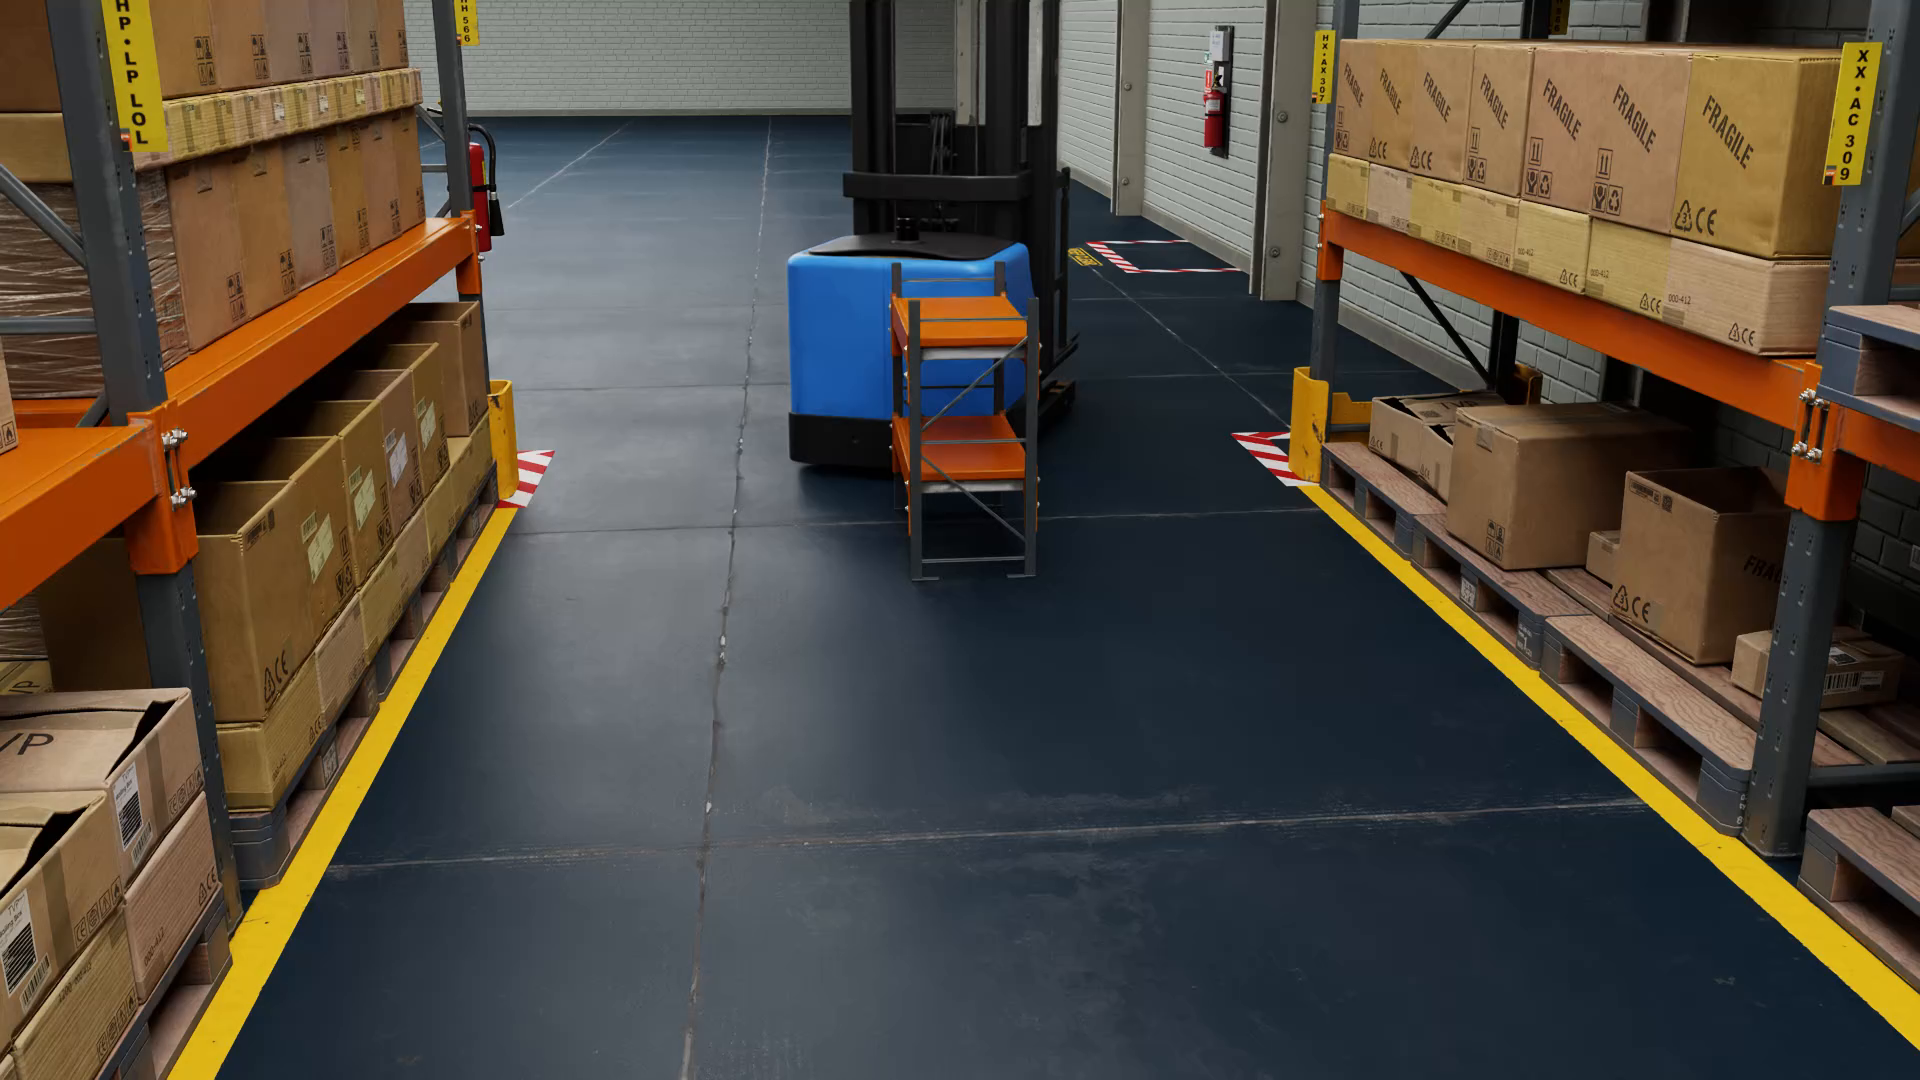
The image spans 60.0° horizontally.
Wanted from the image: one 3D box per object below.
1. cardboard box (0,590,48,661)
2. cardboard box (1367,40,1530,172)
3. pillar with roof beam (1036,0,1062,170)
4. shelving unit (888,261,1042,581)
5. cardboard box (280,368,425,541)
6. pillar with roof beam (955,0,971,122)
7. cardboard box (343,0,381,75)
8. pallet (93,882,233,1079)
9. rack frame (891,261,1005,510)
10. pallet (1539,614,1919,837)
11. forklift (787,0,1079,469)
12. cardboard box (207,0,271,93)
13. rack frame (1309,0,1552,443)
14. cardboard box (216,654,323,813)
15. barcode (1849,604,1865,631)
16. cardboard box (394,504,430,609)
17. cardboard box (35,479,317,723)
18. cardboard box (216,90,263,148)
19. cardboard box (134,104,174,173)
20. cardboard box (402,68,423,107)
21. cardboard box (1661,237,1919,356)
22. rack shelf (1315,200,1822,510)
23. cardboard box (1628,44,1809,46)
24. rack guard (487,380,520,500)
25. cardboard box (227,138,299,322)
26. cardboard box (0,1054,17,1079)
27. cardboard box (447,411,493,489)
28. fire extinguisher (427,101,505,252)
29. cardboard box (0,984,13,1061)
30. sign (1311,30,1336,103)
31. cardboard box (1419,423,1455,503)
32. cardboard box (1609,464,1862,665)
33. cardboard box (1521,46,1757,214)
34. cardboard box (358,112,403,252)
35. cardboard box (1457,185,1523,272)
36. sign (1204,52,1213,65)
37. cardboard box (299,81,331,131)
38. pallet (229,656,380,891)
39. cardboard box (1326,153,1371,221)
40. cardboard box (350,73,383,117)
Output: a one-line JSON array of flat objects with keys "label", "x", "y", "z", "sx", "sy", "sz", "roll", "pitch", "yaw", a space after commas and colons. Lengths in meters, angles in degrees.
[{"label": "cardboard box", "x": -2.590, "y": 0.020, "z": 4.743, "sx": 0.500, "sy": 0.500, "sz": 0.500, "roll": -2, "pitch": 18, "yaw": -6}, {"label": "cardboard box", "x": 2.020, "y": -1.796, "z": 6.854, "sx": 0.500, "sy": 0.500, "sz": 0.500, "roll": -2, "pitch": 18, "yaw": -5}, {"label": "pillar with roof beam", "x": -2.977, "y": -9.709, "z": 23.080, "sx": 9.100, "sy": 9.000, "sz": 0.400, "roll": -2, "pitch": 18, "yaw": -6}, {"label": "shelving unit", "x": 0.001, "y": -0.535, "z": 7.002, "sx": 0.538, "sy": 1.125, "sz": 1.048, "roll": -2, "pitch": 18, "yaw": -6}, {"label": "cardboard box", "x": -2.178, "y": -0.294, "z": 5.743, "sx": 0.500, "sy": 0.500, "sz": 0.500, "roll": -2, "pitch": 18, "yaw": -6}, {"label": "pillar with roof beam", "x": -4.215, "y": -13.284, "z": 34.468, "sx": 9.100, "sy": 9.000, "sz": 0.400, "roll": -2, "pitch": 18, "yaw": -6}, {"label": "cardboard box", "x": -2.597, "y": -2.000, "z": 6.206, "sx": 0.700, "sy": 0.500, "sz": 0.500, "roll": -2, "pitch": 18, "yaw": -7}, {"label": "pallet", "x": -2.170, "y": 1.096, "z": 3.335, "sx": 1.003, "sy": 0.211, "sz": 1.213, "roll": -2, "pitch": 18, "yaw": -6}, {"label": "rack frame", "x": -0.052, "y": -0.686, "z": 7.485, "sx": 0.500, "sy": 1.125, "sz": 0.032, "roll": -2, "pitch": 18, "yaw": -6}, {"label": "pallet", "x": 2.537, "y": 0.524, "z": 5.155, "sx": 1.003, "sy": 0.211, "sz": 1.213, "roll": -2, "pitch": 18, "yaw": -6}, {"label": "forklift", "x": 0.037, "y": -2.112, "z": 9.012, "sx": 1.130, "sy": 2.935, "sz": 3.031, "roll": 5, "pitch": 18, "yaw": 14}, {"label": "cardboard box", "x": -2.442, "y": -1.551, "z": 4.778, "sx": 0.700, "sy": 0.500, "sz": 0.500, "roll": -2, "pitch": 18, "yaw": -6}, {"label": "rack frame", "x": 2.229, "y": -1.799, "z": 7.899, "sx": 1.000, "sy": 3.000, "sz": 0.127, "roll": -2, "pitch": 18, "yaw": -6}, {"label": "cardboard box", "x": -2.031, "y": 0.511, "z": 4.431, "sx": 0.500, "sy": 0.250, "sz": 0.500, "roll": -2, "pitch": 18, "yaw": -6}, {"label": "barcode", "x": 2.852, "y": 0.247, "z": 5.290, "sx": 0.001, "sy": 0.075, "sz": 0.075, "roll": -2, "pitch": 18, "yaw": -6}, {"label": "cardboard box", "x": -2.182, "y": 0.064, "z": 5.855, "sx": 0.500, "sy": 0.250, "sz": 0.500, "roll": -2, "pitch": 18, "yaw": -6}, {"label": "cardboard box", "x": -2.022, "y": 0.153, "z": 4.320, "sx": 0.500, "sy": 0.500, "sz": 0.500, "roll": -2, "pitch": 18, "yaw": -6}, {"label": "cardboard box", "x": -2.227, "y": -1.201, "z": 4.744, "sx": 0.380, "sy": 0.149, "sz": 0.250, "roll": -2, "pitch": 18, "yaw": -7}, {"label": "cardboard box", "x": -2.146, "y": -0.971, "z": 4.012, "sx": 0.380, "sy": 0.149, "sz": 0.250, "roll": -2, "pitch": 17, "yaw": -5}, {"label": "cardboard box", "x": -2.469, "y": -1.894, "z": 6.952, "sx": 0.380, "sy": 0.149, "sz": 0.250, "roll": -2, "pitch": 18, "yaw": -7}, {"label": "cardboard box", "x": 2.291, "y": -0.677, "z": 4.542, "sx": 0.500, "sy": 0.250, "sz": 0.500, "roll": -2, "pitch": 18, "yaw": -6}, {"label": "rack shelf", "x": 2.435, "y": -0.860, "z": 6.109, "sx": 1.077, "sy": 0.370, "sz": 4.000, "roll": -2, "pitch": 18, "yaw": -6}, {"label": "cardboard box", "x": 2.641, "y": -1.507, "z": 5.933, "sx": 0.500, "sy": 0.500, "sz": 0.500, "roll": -2, "pitch": 17, "yaw": -5}, {"label": "rack guard", "x": -2.700, "y": -0.459, "z": 7.805, "sx": 1.175, "sy": 0.500, "sz": 0.348, "roll": -2, "pitch": 18, "yaw": -6}, {"label": "cardboard box", "x": -2.446, "y": -0.939, "z": 4.994, "sx": 0.700, "sy": 0.500, "sz": 0.500, "roll": -2, "pitch": 17, "yaw": -5}, {"label": "cardboard box", "x": -1.851, "y": 1.076, "z": 2.630, "sx": 0.500, "sy": 0.250, "sz": 0.500, "roll": -1, "pitch": 17, "yaw": -4}, {"label": "cardboard box", "x": -2.349, "y": -0.383, "z": 7.277, "sx": 0.500, "sy": 0.250, "sz": 0.500, "roll": -2, "pitch": 18, "yaw": -6}, {"label": "fire extinguisher", "x": -2.248, "y": -1.657, "z": 7.578, "sx": 0.296, "sy": 0.674, "sz": 0.183, "roll": -2, "pitch": 18, "yaw": -6}, {"label": "cardboard box", "x": -1.849, "y": 0.806, "z": 2.554, "sx": 0.500, "sy": 0.311, "sz": 0.500, "roll": -2, "pitch": 18, "yaw": -6}, {"label": "sign", "x": 1.689, "y": -2.195, "z": 7.716, "sx": 0.100, "sy": 0.325, "sz": 0.005, "roll": -2, "pitch": 18, "yaw": -6}, {"label": "cardboard box", "x": 2.270, "y": -0.347, "z": 7.030, "sx": 0.500, "sy": 0.311, "sz": 0.500, "roll": 0, "pitch": 17, "yaw": -1}, {"label": "cardboard box", "x": 2.495, "y": 0.068, "z": 5.393, "sx": 0.500, "sy": 0.500, "sz": 0.500, "roll": -3, "pitch": 18, "yaw": -10}, {"label": "cardboard box", "x": 2.187, "y": -1.333, "z": 5.381, "sx": 0.500, "sy": 0.500, "sz": 0.500, "roll": -2, "pitch": 18, "yaw": -7}, {"label": "cardboard box", "x": -2.603, "y": -1.397, "z": 6.451, "sx": 0.700, "sy": 0.500, "sz": 0.500, "roll": -1, "pitch": 17, "yaw": -4}, {"label": "cardboard box", "x": 2.128, "y": -1.125, "z": 5.969, "sx": 0.500, "sy": 0.250, "sz": 0.500, "roll": -2, "pitch": 18, "yaw": -5}, {"label": "sign", "x": 2.363, "y": -4.578, "z": 15.808, "sx": 0.001, "sy": 0.109, "sz": 0.331, "roll": -2, "pitch": 18, "yaw": -6}, {"label": "cardboard box", "x": -2.307, "y": -1.432, "z": 5.480, "sx": 0.380, "sy": 0.149, "sz": 0.250, "roll": -2, "pitch": 18, "yaw": -6}, {"label": "pallet", "x": -2.326, "y": 0.639, "z": 4.789, "sx": 1.003, "sy": 0.211, "sz": 1.213, "roll": -2, "pitch": 18, "yaw": -6}, {"label": "cardboard box", "x": 1.964, "y": -1.582, "z": 7.424, "sx": 0.500, "sy": 0.250, "sz": 0.500, "roll": -2, "pitch": 18, "yaw": -7}, {"label": "cardboard box", "x": -2.390, "y": -1.665, "z": 6.222, "sx": 0.380, "sy": 0.149, "sz": 0.250, "roll": -2, "pitch": 17, "yaw": -5}]
